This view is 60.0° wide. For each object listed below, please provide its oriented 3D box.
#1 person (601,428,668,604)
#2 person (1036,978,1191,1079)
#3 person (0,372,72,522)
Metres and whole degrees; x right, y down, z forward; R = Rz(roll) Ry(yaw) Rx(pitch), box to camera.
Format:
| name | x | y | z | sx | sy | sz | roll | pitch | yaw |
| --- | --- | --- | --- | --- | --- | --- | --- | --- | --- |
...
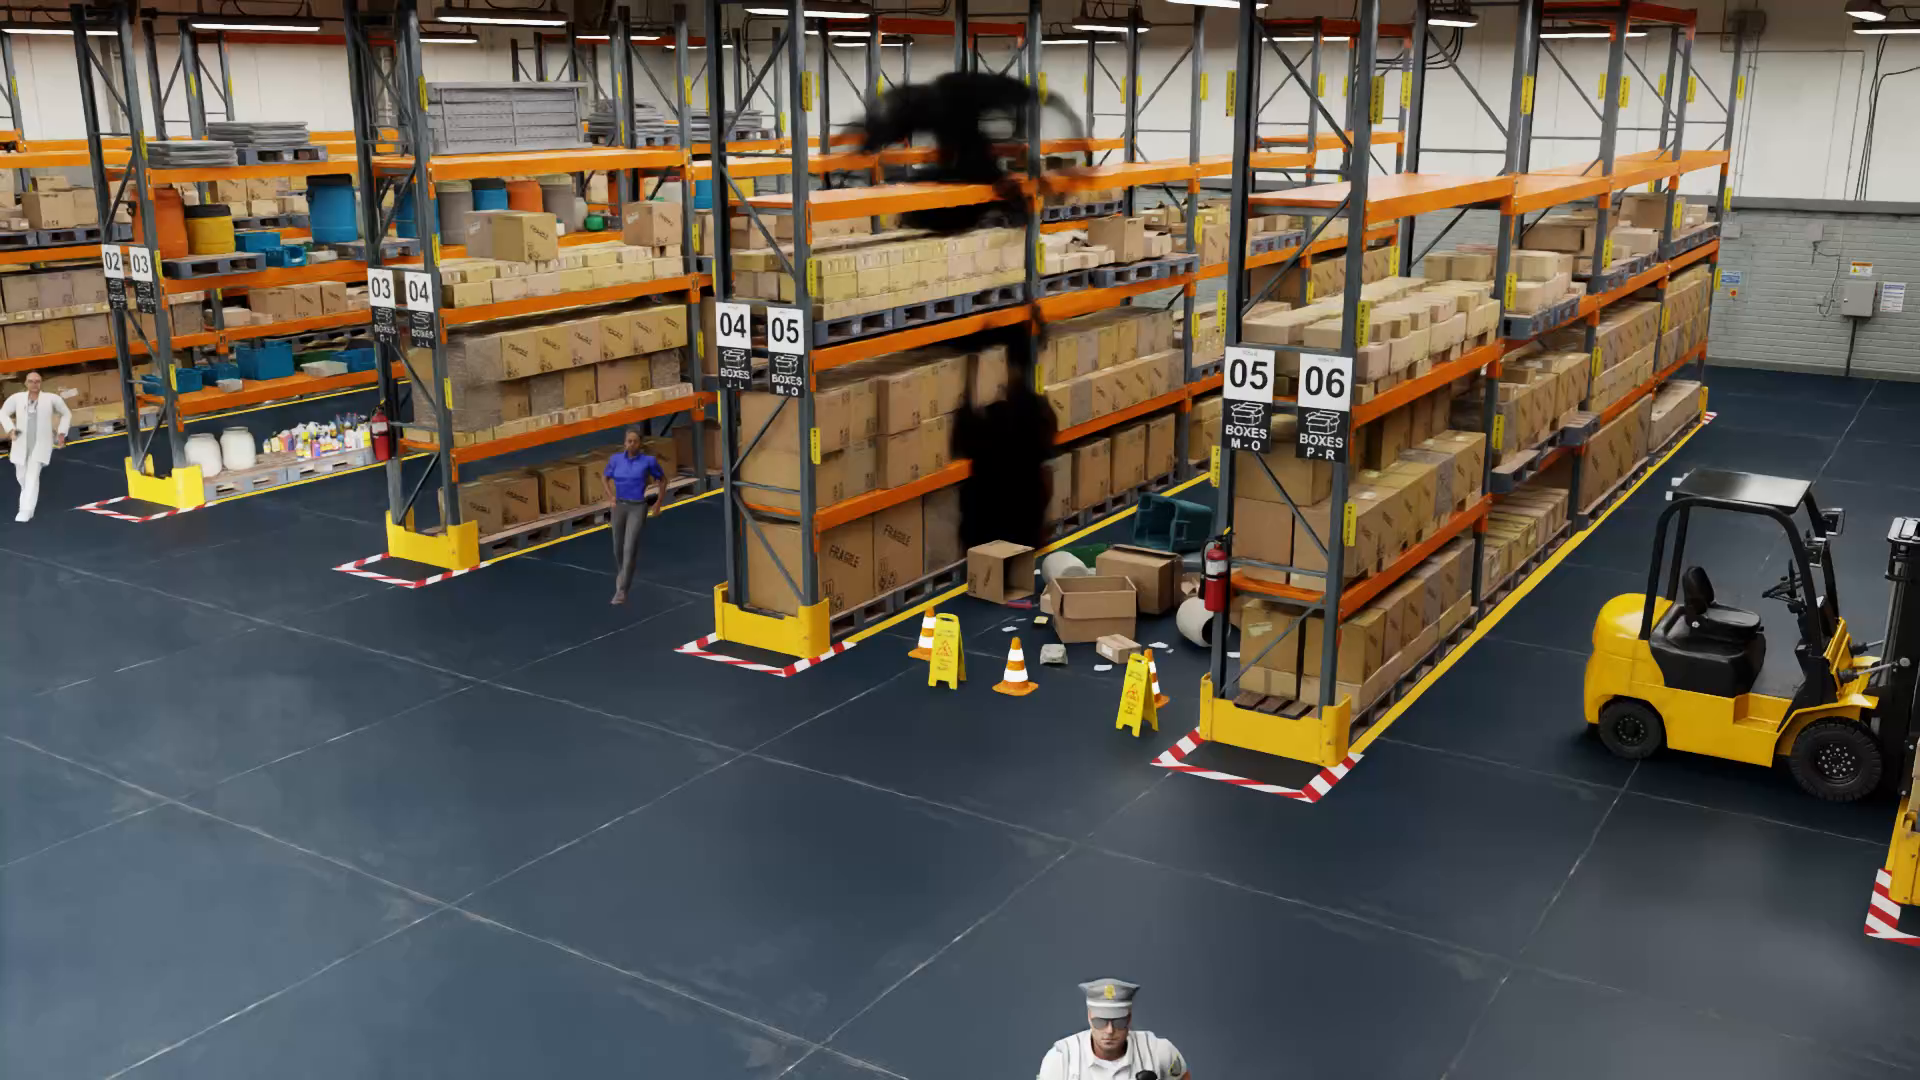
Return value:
| name | x | y | z | sx | sy | sz | roll | pitch | yaw |
| --- | --- | --- | --- | --- | --- | --- | --- | --- | --- |
| person | -3.143 | -0.258 | 16.075 | 0.628 | 1.684 | 0.742 | 1 | 16 | 2 |
| person | 0.593 | 2.597 | 6.650 | 0.642 | 1.816 | 0.689 | 2 | 16 | 6 |
| person | -11.176 | -1.157 | 20.118 | 0.774 | 1.726 | 0.912 | -5 | 16 | -16 |
